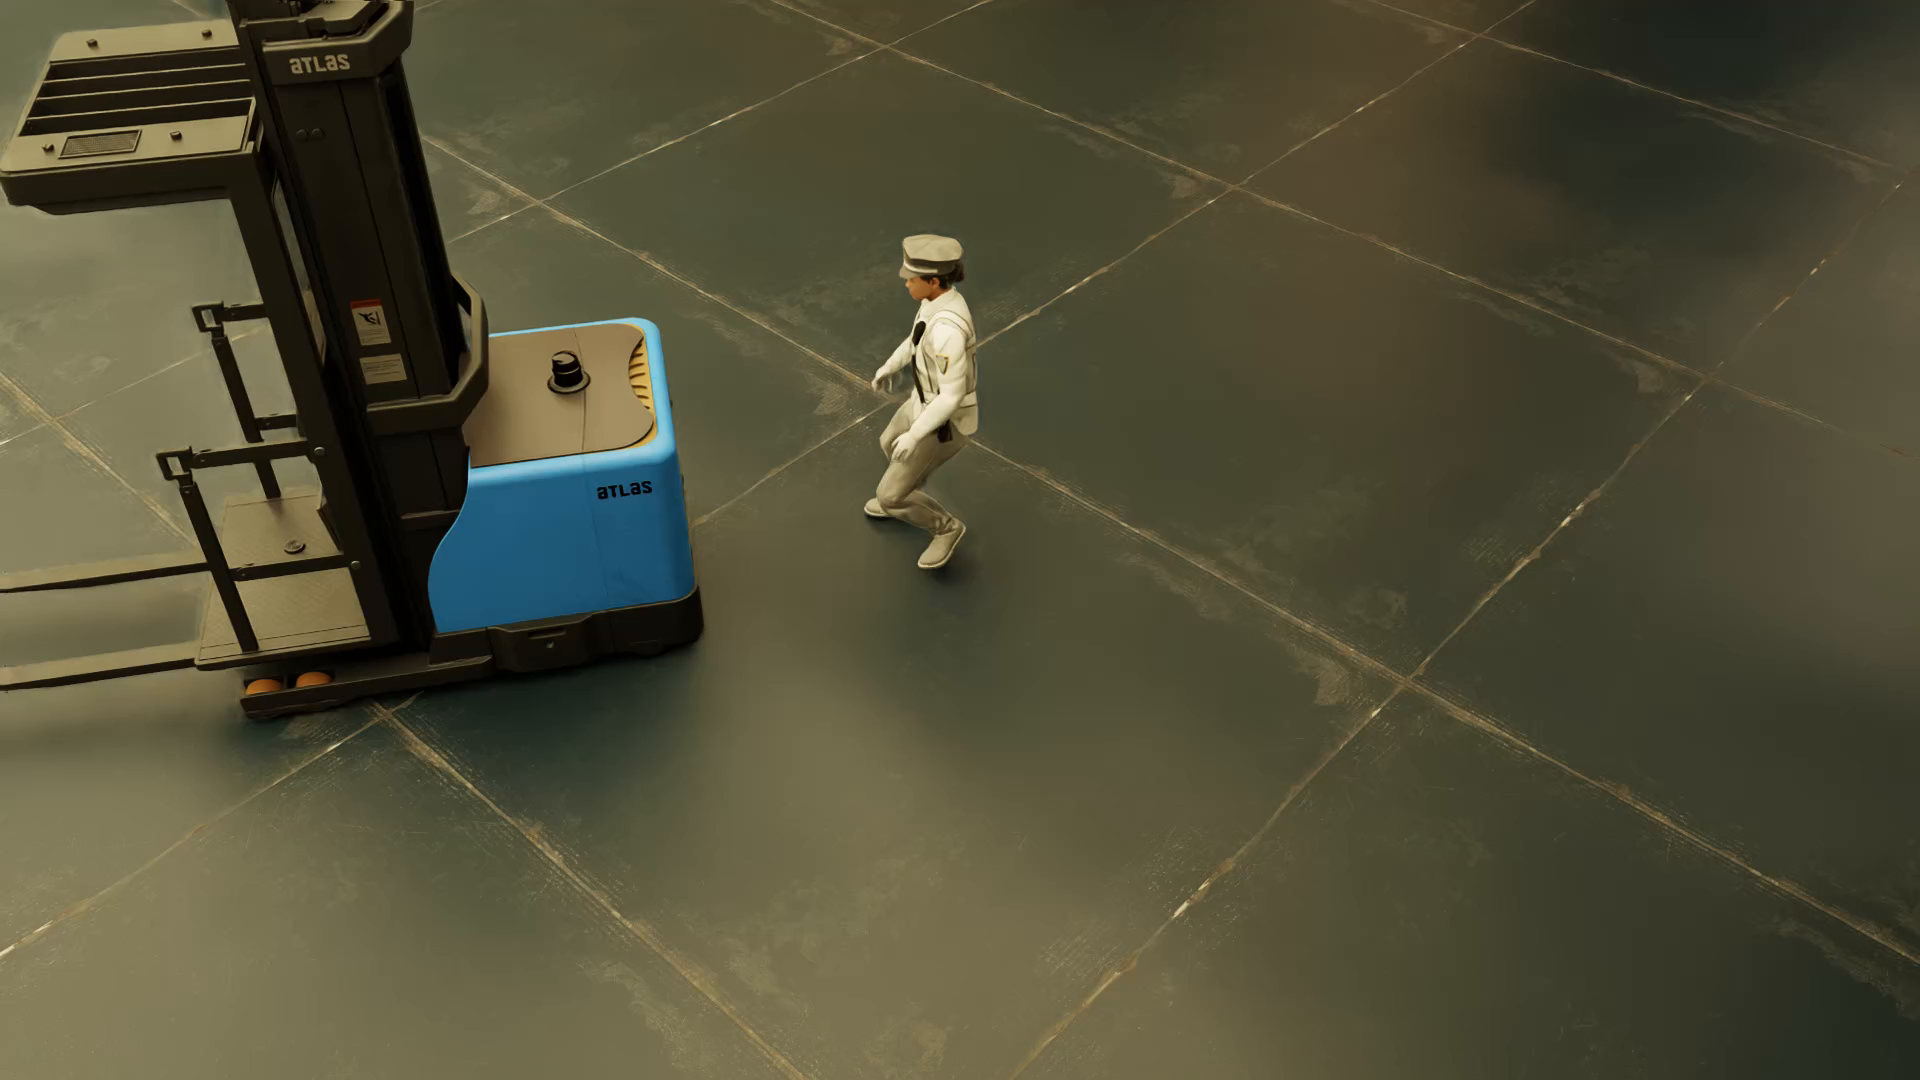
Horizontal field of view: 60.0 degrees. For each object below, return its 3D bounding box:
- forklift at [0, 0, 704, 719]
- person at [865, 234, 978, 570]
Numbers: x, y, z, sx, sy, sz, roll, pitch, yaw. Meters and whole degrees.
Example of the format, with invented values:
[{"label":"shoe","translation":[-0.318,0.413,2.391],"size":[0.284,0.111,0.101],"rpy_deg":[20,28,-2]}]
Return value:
[{"label":"forklift","translation":[-2.672,-0.758,6.311],"size":[3.031,2.935,1.130],"rpy_deg":[-8,41,-9]},{"label":"person","translation":[-0.179,-0.582,7.145],"size":[0.498,1.569,0.687],"rpy_deg":[-3,41,-4]}]
